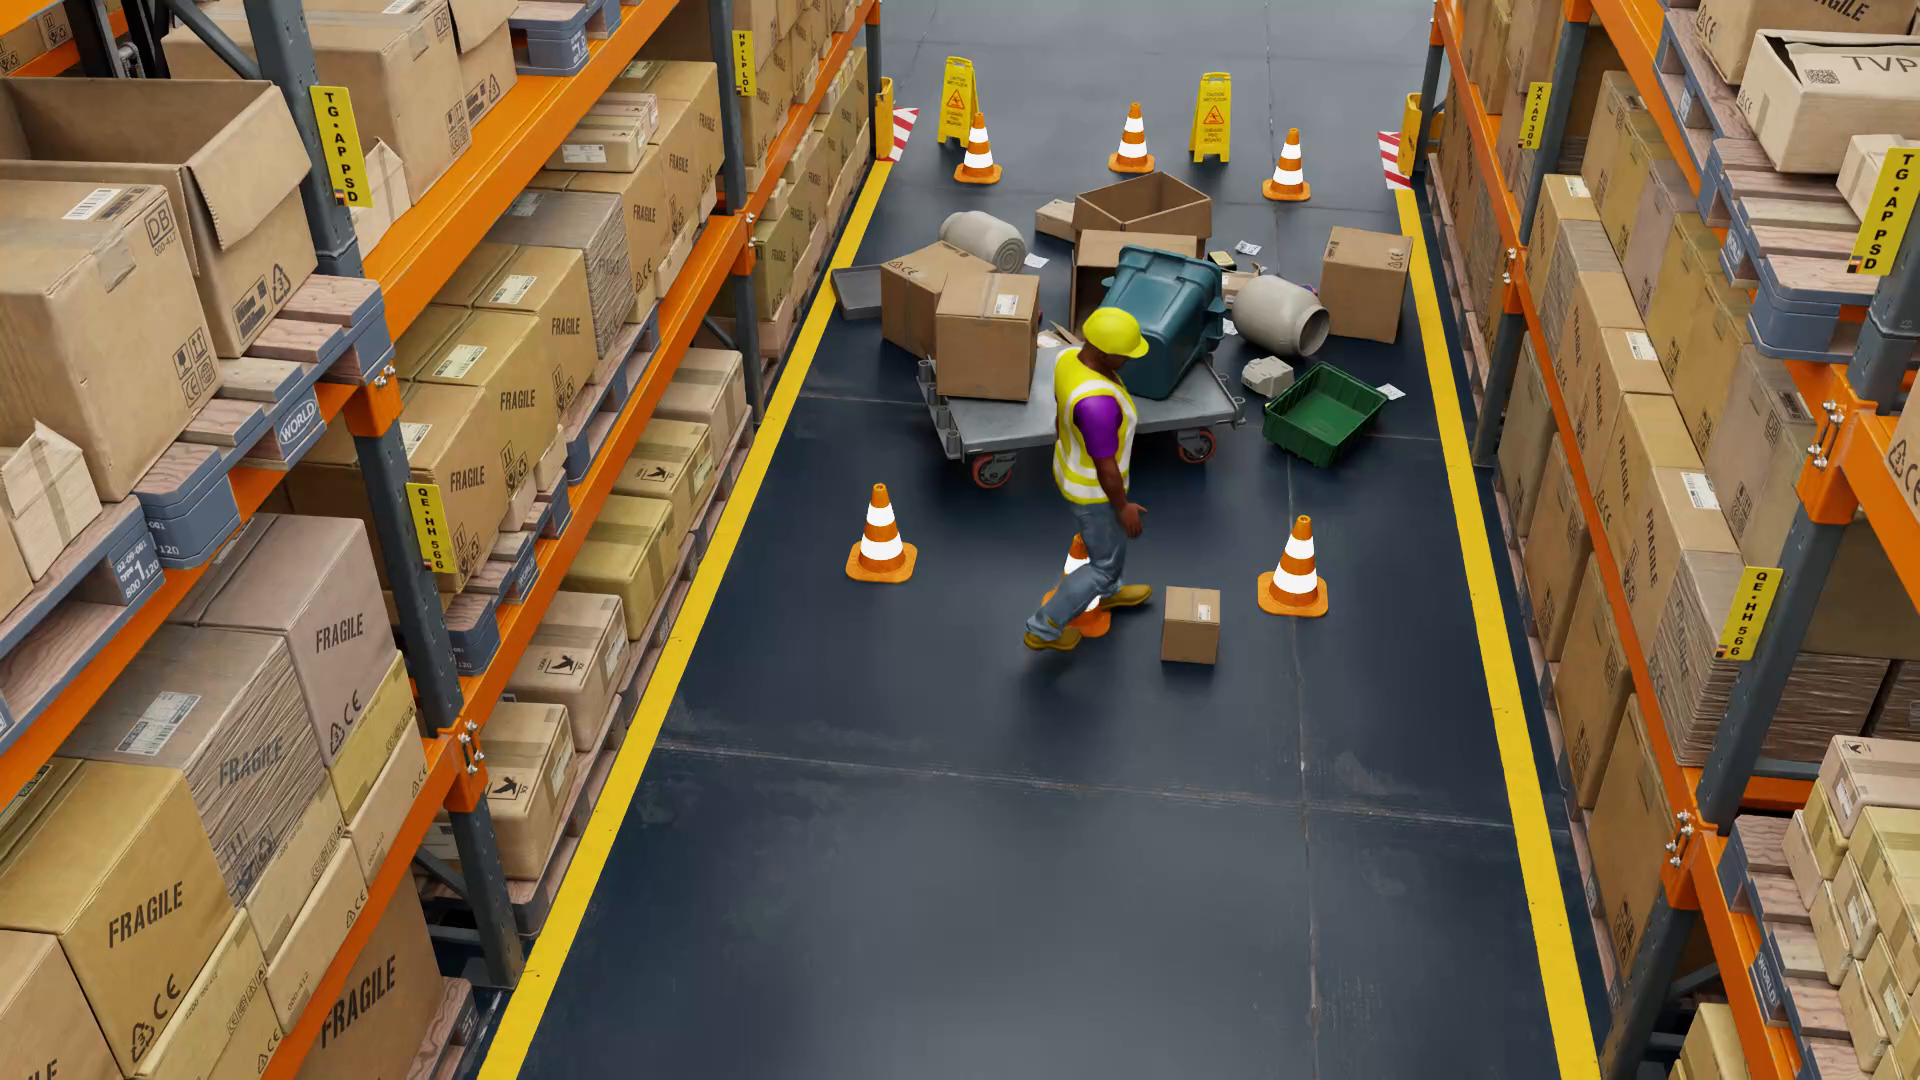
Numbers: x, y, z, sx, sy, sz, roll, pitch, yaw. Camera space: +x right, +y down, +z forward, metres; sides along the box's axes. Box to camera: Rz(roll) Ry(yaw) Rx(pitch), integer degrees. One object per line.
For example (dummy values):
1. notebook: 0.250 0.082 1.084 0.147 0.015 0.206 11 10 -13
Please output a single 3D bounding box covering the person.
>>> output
1. person: 0.612 -0.272 7.386 0.703 1.746 0.583 -5 36 -7
